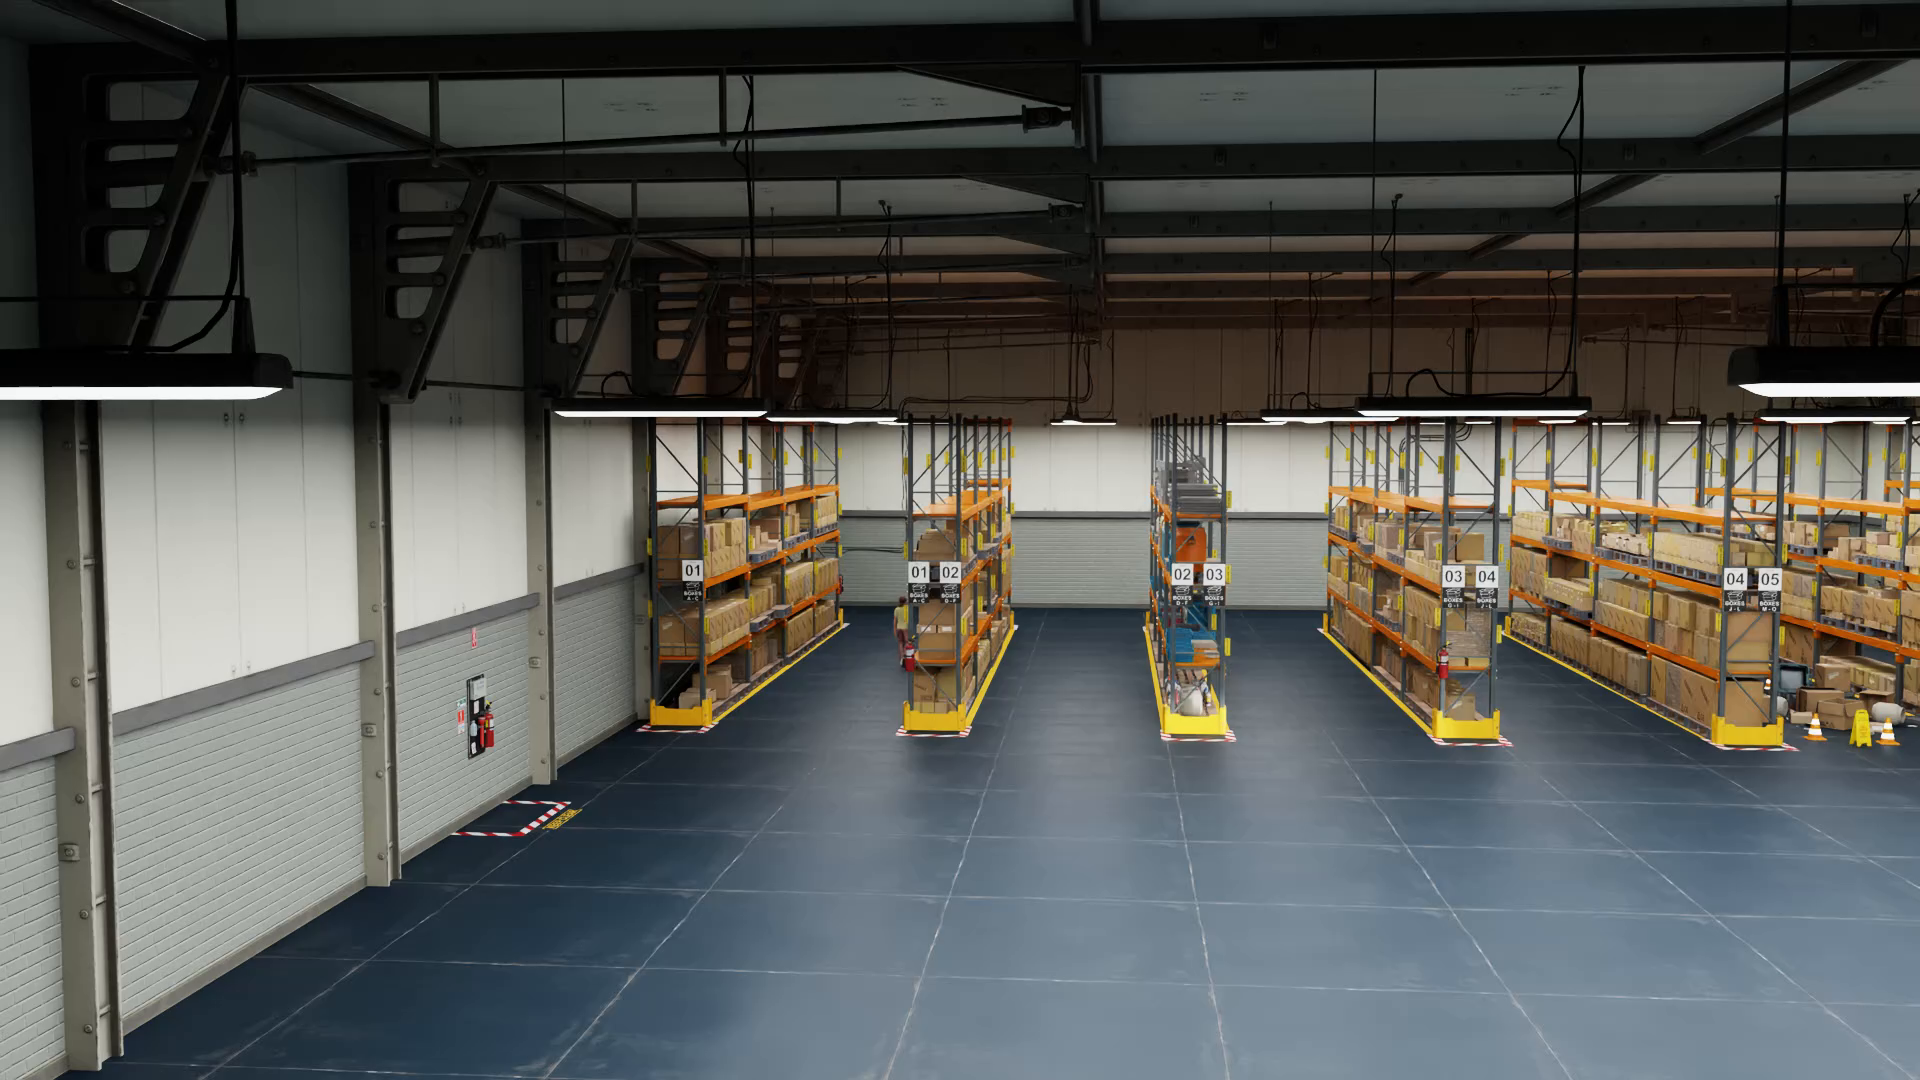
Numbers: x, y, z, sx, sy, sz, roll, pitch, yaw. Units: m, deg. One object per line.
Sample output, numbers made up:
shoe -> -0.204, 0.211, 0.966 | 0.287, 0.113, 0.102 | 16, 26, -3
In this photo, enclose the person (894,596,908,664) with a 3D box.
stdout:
person -> -1.382, 2.187, 40.247 | 0.490, 1.668, 0.507 | 2, 4, 29
